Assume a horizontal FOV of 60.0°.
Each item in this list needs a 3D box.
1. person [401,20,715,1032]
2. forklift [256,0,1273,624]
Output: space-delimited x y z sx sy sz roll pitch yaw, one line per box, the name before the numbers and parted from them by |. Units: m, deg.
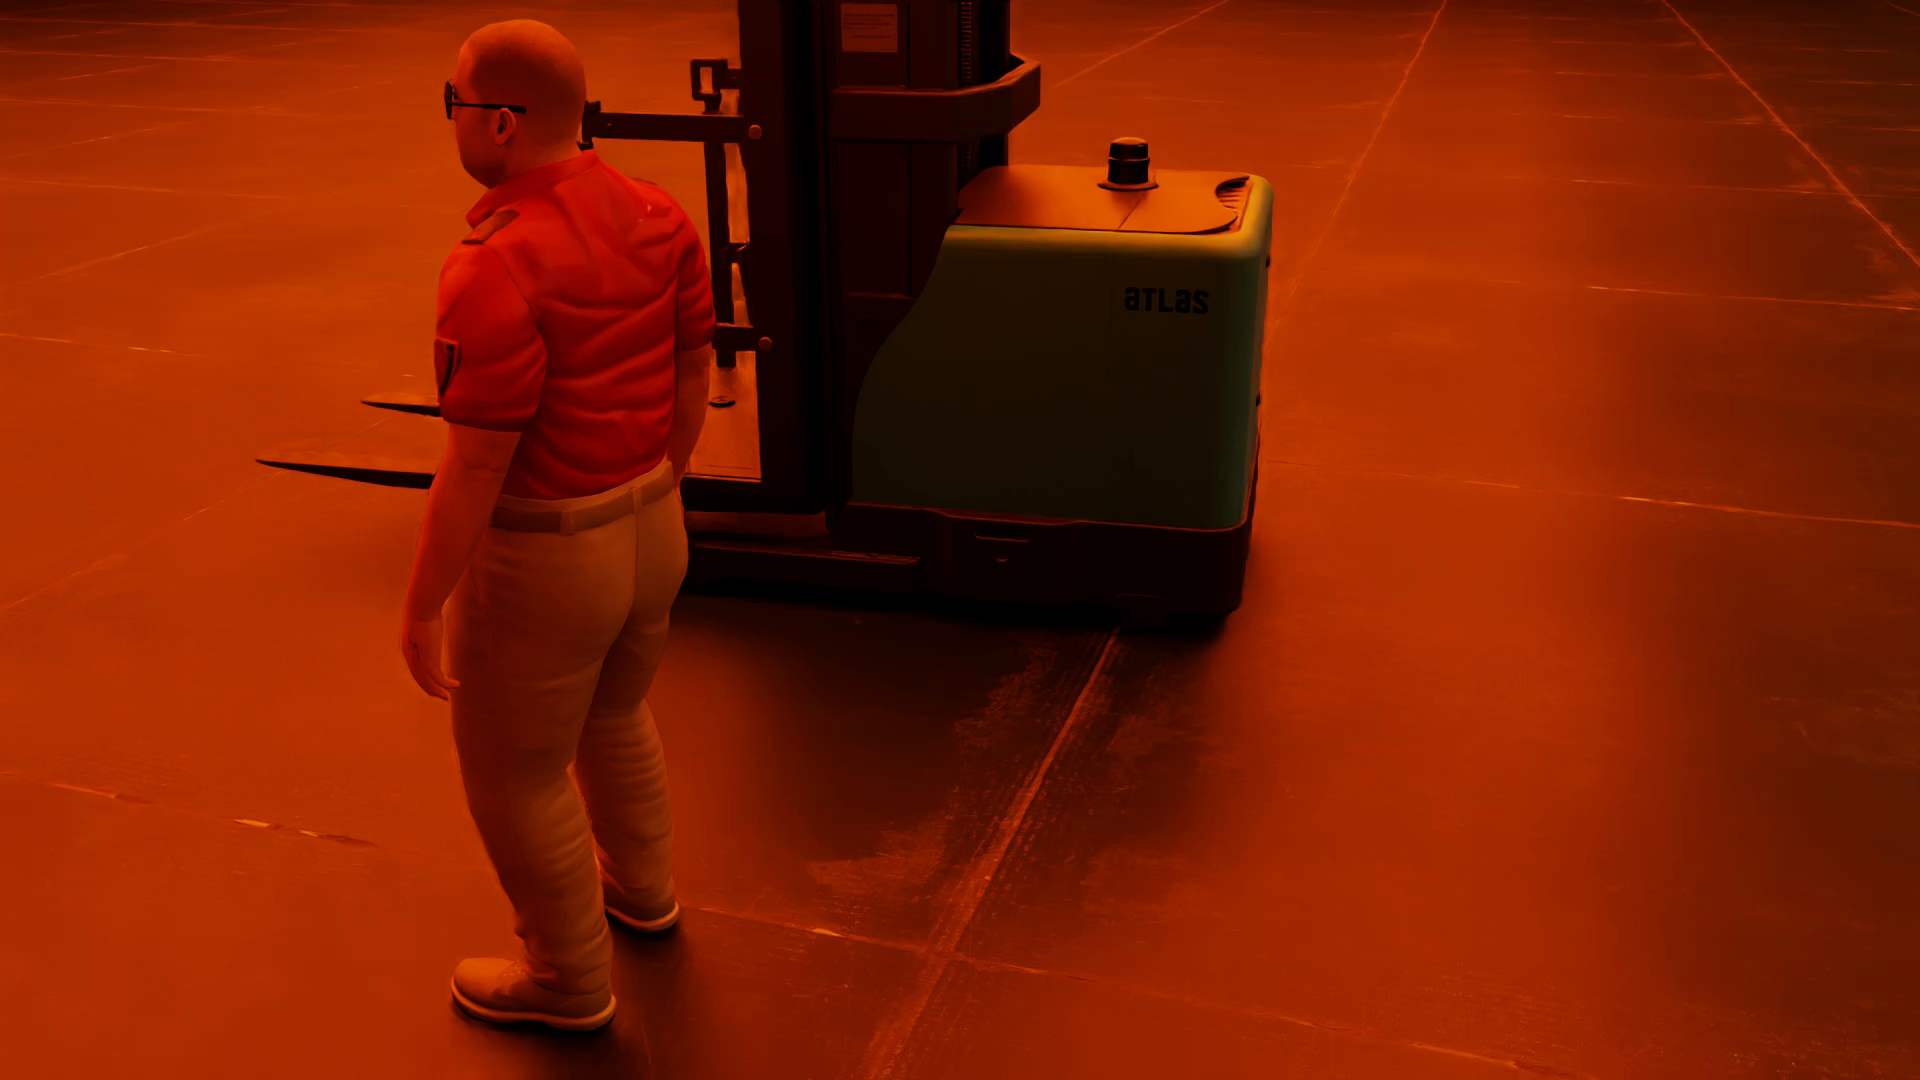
person | -0.719 0.020 2.805 0.480 1.730 0.656 10 24 23
forklift | -0.629 -1.399 4.669 3.031 2.935 1.130 5 23 11
